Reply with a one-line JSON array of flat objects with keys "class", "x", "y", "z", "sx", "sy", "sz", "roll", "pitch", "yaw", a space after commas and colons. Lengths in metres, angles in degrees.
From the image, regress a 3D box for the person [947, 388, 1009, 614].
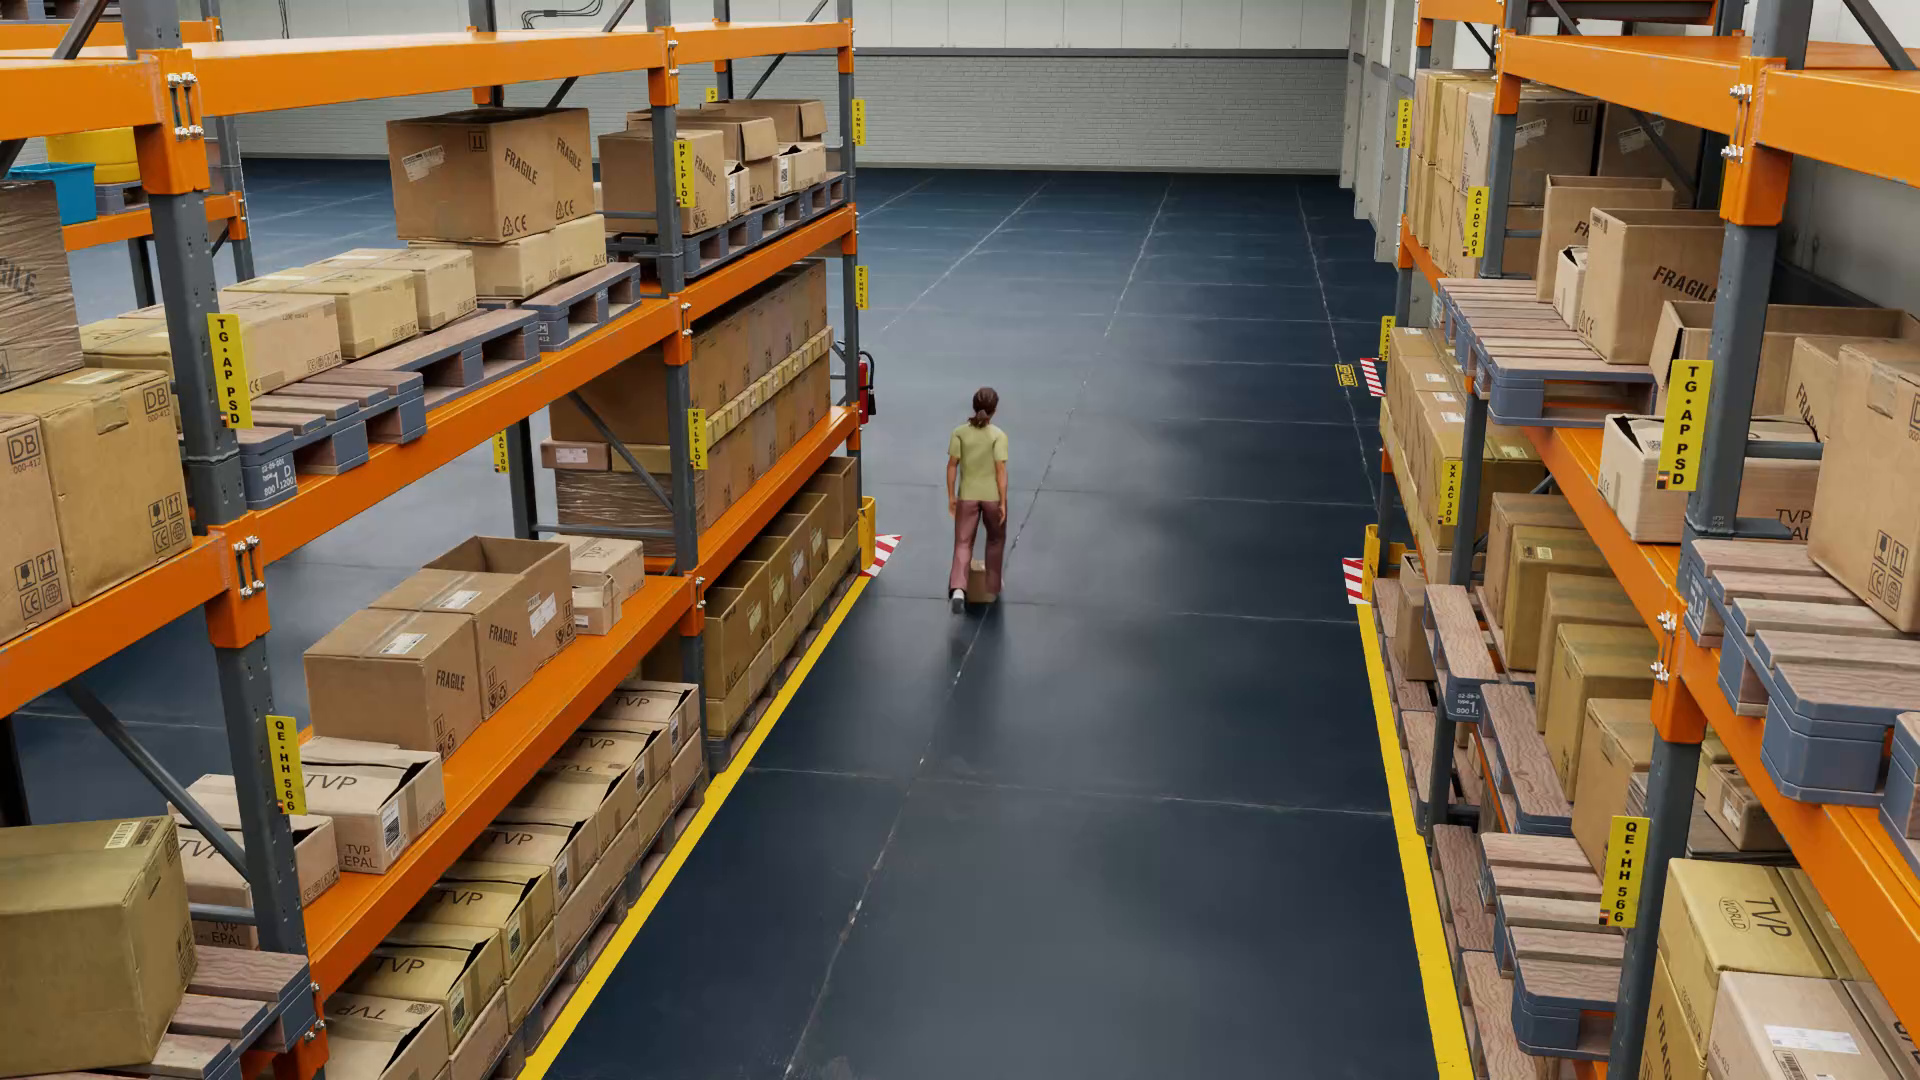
[{"class": "person", "x": 0.117, "y": -0.262, "z": 11.893, "sx": 0.451, "sy": 1.629, "sz": 0.967, "roll": 3, "pitch": 18, "yaw": 11}]
